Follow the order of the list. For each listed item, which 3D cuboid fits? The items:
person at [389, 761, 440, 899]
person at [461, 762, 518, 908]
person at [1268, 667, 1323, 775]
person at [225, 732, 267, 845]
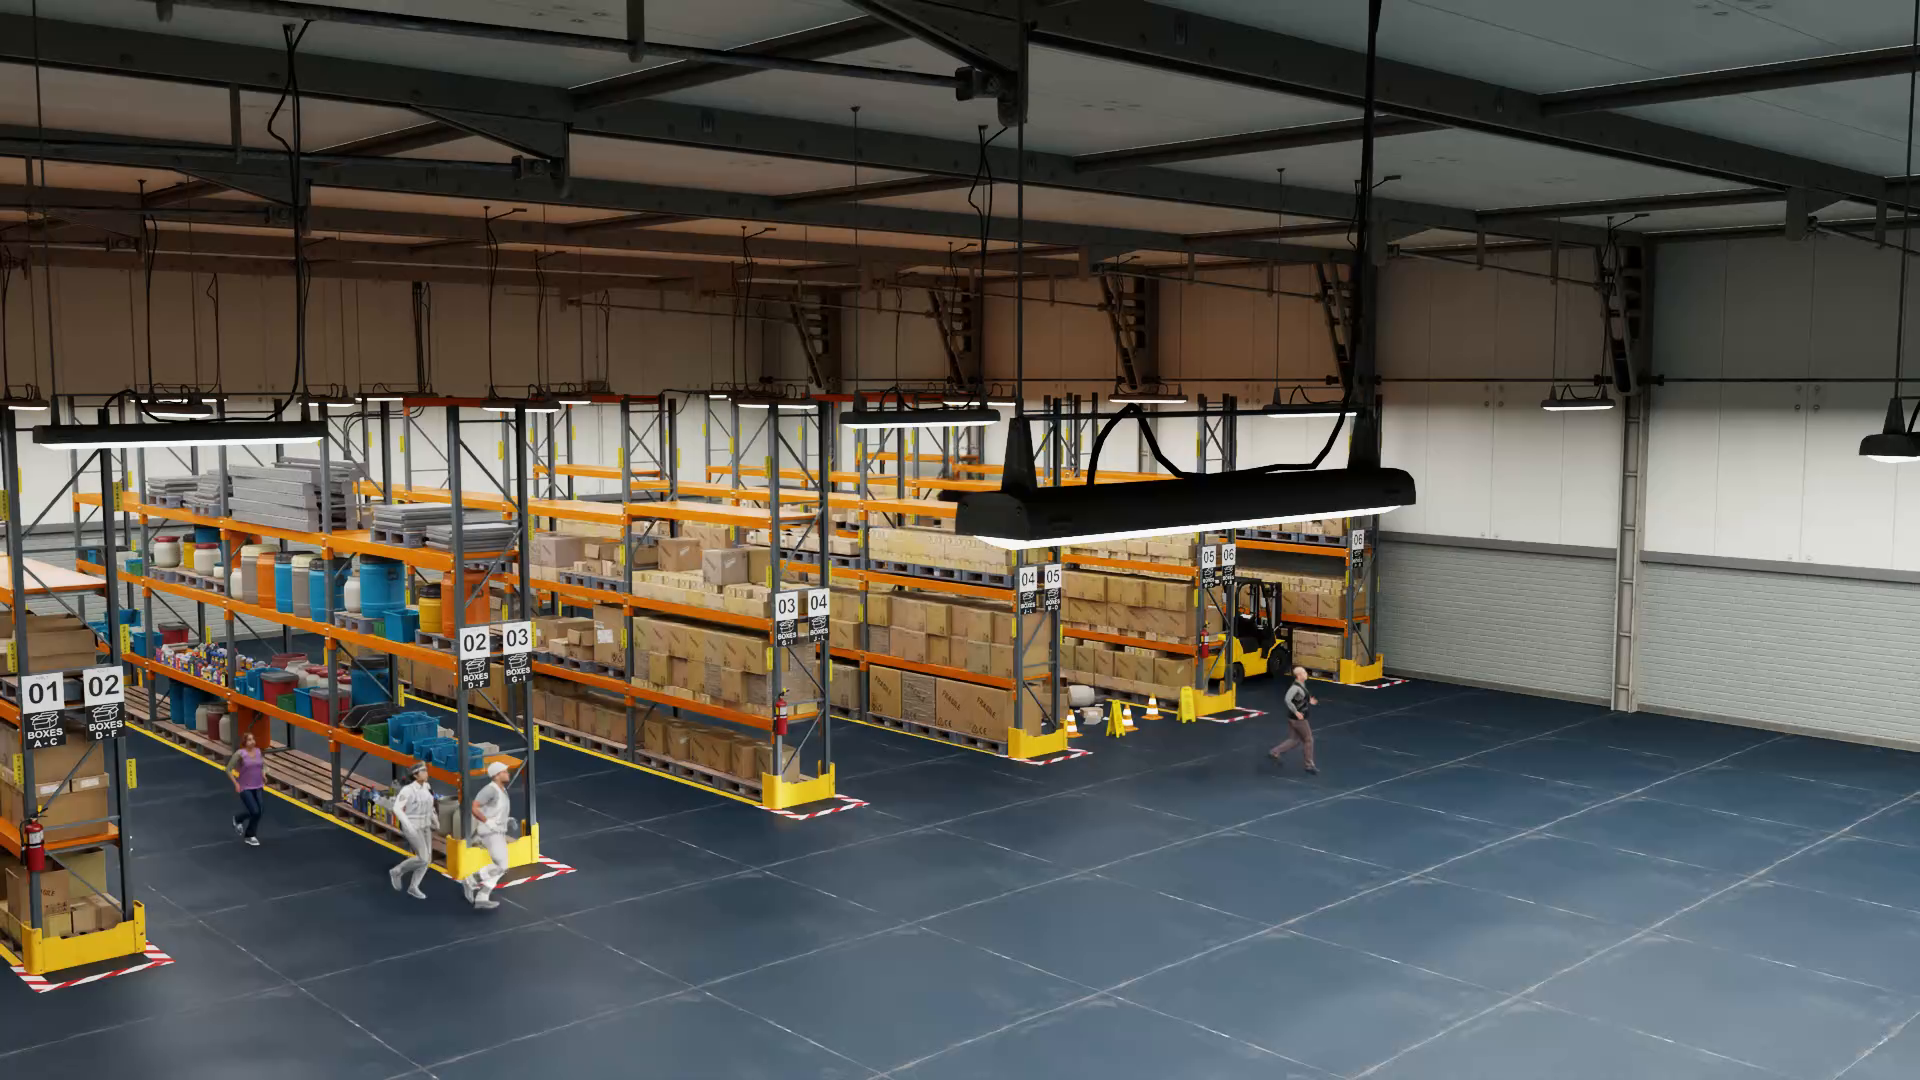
[{"bbox_3d":[-6.686,3.550,20.492,0.527,1.669,0.618,2,6,18],"label":"person"},{"bbox_3d":[-5.664,3.539,20.116,0.603,1.689,0.723,0,6,3],"label":"person"},{"bbox_3d":[5.405,2.893,26.743,0.890,1.735,0.648,1,6,7],"label":"person"},{"bbox_3d":[-9.653,3.391,22.621,0.541,1.531,0.536,4,7,35],"label":"person"}]
